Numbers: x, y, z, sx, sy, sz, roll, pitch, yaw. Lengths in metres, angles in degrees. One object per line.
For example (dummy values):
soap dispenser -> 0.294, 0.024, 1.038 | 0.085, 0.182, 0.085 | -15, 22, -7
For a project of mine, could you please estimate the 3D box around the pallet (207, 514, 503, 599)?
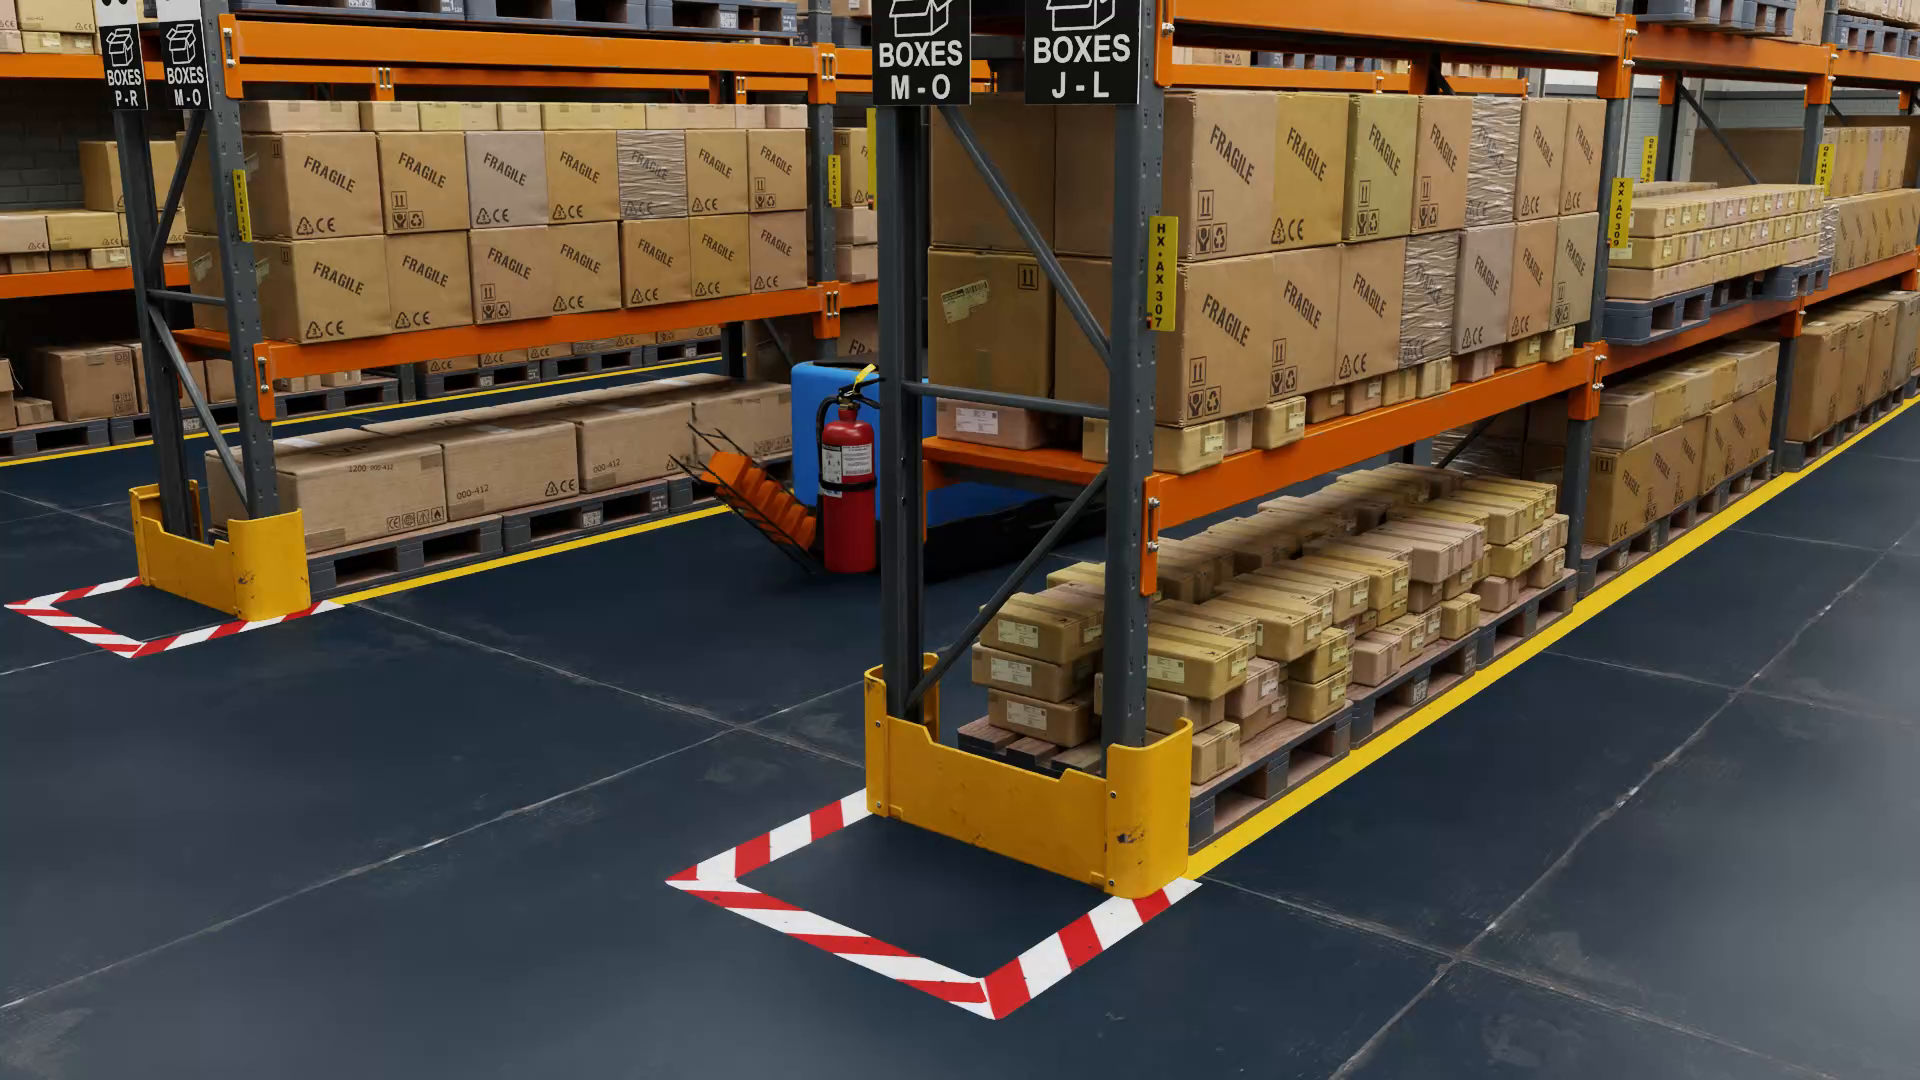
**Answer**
pallet -> -3.315, 0.008, 9.164 | 1.003, 0.211, 1.213 | 11, 18, 38

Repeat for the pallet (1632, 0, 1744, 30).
pallet -> 3.142, -2.662, 8.300 | 1.213, 0.211, 1.003 | 11, 18, 38

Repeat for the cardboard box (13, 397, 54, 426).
cardboard box -> -6.864, -0.946, 12.190 | 0.380, 0.149, 0.250 | 10, 18, 35

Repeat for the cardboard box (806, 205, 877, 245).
cardboard box -> -0.747, -2.155, 11.302 | 0.500, 0.250, 0.500 | 11, 18, 36

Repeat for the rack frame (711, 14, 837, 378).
rack frame -> -1.242, -1.945, 11.185 | 1.000, 3.000, 0.127 | 11, 18, 38

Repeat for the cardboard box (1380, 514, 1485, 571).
cardboard box -> 2.047, 0.008, 7.228 | 0.380, 0.149, 0.250 | 10, 17, 35

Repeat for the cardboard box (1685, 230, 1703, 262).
cardboard box -> 3.600, -1.528, 8.597 | 0.380, 0.149, 0.250 | 12, 18, 39

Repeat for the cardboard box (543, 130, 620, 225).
cardboard box -> -2.284, -2.055, 9.386 | 0.500, 0.500, 0.500 | 11, 18, 38

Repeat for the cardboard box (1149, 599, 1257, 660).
cardboard box -> 0.830, 0.339, 5.926 | 0.380, 0.149, 0.250 | 12, 18, 39

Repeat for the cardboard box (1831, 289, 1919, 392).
cardboard box -> 7.379, -1.710, 13.979 | 1.050, 0.750, 0.750 | 11, 18, 37

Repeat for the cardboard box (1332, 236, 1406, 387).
cardboard box -> 1.289, -0.866, 6.132 | 0.500, 0.500, 0.500 | 12, 18, 38

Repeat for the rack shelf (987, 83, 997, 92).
rack shelf -> 1.180, -5.732, 21.464 | 1.077, 0.370, 4.000 | 11, 18, 38

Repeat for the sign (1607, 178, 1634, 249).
sign -> 3.098, -1.535, 7.815 | 0.100, 0.325, 0.005 | 11, 18, 38

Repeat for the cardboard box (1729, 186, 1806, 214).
cardboard box -> 4.910, -2.071, 10.133 | 0.380, 0.149, 0.250 | 12, 19, 39

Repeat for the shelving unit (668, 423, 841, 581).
shelving unit -> -0.980, -0.176, 8.428 | 0.258, 0.189, 1.200 | 12, -22, 40

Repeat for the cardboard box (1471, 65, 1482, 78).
cardboard box -> 5.638, -5.271, 18.700 | 0.380, 0.149, 0.250 | 11, 18, 37

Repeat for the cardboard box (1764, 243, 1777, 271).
cardboard box -> 4.587, -1.685, 9.819 | 0.380, 0.149, 0.250 | 10, 18, 35

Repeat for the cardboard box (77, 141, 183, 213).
cardboard box -> -6.182, -2.713, 12.389 | 0.500, 0.500, 0.500 | 12, 18, 39

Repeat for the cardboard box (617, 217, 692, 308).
cardboard box -> -1.959, -1.667, 9.888 | 0.500, 0.500, 0.500 | 11, 18, 37

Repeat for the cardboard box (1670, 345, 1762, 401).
cardboard box -> 4.650, -1.049, 10.363 | 0.500, 0.250, 0.500 | 12, 18, 38

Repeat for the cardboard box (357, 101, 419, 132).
cardboard box -> -2.956, -2.144, 8.421 | 0.380, 0.149, 0.250 | 12, 19, 39

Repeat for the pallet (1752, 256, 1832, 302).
pallet -> 4.820, -1.718, 10.683 | 1.213, 0.211, 1.003 | 11, 18, 38

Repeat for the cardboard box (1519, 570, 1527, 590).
cardboard box -> 2.461, 0.145, 7.897 | 0.380, 0.149, 0.250 | 12, 18, 39

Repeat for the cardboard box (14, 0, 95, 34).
cardboard box -> -6.493, -3.710, 11.745 | 0.500, 0.250, 0.500 | 11, 18, 36

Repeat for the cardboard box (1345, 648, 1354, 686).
cardboard box -> 1.319, 0.489, 6.545 | 0.380, 0.149, 0.250 | 11, 18, 38

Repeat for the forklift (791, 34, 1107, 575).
forklift -> 0.410, -1.536, 9.716 | 1.130, 2.935, 3.031 | 12, 19, 40

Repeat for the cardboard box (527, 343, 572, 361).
cardboard box -> -3.982, -1.960, 15.471 | 0.500, 0.500, 0.500 | 11, 18, 36

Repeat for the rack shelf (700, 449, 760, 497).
rack shelf -> -1.140, -0.330, 8.204 | 0.258, 0.180, 0.103 | 12, -22, 40

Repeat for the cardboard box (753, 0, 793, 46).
cardboard box -> -1.947, -5.333, 17.174 | 0.500, 0.500, 0.500 | 11, 18, 38

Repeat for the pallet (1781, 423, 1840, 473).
pallet -> 5.739, -0.752, 12.153 | 1.003, 0.211, 1.213 | 11, 18, 38

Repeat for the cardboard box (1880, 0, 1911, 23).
cardboard box -> 6.769, -4.023, 12.399 | 0.500, 0.311, 0.500 | 10, 18, 36

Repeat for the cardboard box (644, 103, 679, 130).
cardboard box -> -1.877, -2.499, 9.817 | 0.380, 0.149, 0.250 | 11, 18, 37

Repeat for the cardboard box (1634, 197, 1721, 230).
cardboard box -> 3.769, -1.723, 8.761 | 0.380, 0.149, 0.250 | 11, 18, 37

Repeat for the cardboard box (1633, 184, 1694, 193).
cardboard box -> 4.420, -2.177, 10.551 | 0.380, 0.149, 0.250 | 11, 18, 37

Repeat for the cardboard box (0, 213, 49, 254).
cardboard box -> -6.808, -2.159, 11.731 | 0.500, 0.250, 0.500 | 12, 18, 38

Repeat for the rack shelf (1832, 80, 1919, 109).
rack shelf -> 8.956, -4.218, 15.504 | 1.077, 0.370, 4.000 | 11, 18, 38

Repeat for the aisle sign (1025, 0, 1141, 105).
aisle sign -> 0.345, -1.631, 4.673 | 0.394, 0.787, 0.004 | 11, 18, 38

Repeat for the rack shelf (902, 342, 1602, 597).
rack shelf -> 1.414, -0.466, 6.827 | 1.077, 0.370, 4.000 | 11, 18, 38

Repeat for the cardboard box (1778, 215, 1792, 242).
cardboard box -> 4.742, -1.875, 9.964 | 0.380, 0.149, 0.250 | 11, 18, 38

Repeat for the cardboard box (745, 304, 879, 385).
cardboard box -> -0.915, -1.249, 11.911 | 0.875, 0.875, 0.875 | 12, 19, 39

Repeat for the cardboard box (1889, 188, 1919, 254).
cardboard box -> 7.579, -2.637, 13.708 | 0.500, 0.500, 0.500 | 11, 18, 37

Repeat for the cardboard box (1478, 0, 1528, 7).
cardboard box -> 1.931, -2.252, 6.608 | 0.500, 0.250, 0.500 | 11, 18, 37

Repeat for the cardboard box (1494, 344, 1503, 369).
cardboard box -> 2.167, -0.838, 7.341 | 0.380, 0.149, 0.250 | 11, 18, 36

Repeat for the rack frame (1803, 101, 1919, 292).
rack frame -> 7.699, -2.730, 14.277 | 1.000, 3.000, 0.127 | 11, 18, 38

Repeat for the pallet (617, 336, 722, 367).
pallet -> -3.090, -1.989, 17.025 | 1.003, 0.211, 1.213 | 11, 18, 38

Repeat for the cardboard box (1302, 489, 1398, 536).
cardboard box -> 1.808, -0.121, 7.736 | 0.380, 0.149, 0.250 | 11, 18, 36

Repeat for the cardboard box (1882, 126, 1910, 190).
cardboard box -> 7.392, -3.167, 13.764 | 0.700, 0.500, 0.500 | 11, 18, 37

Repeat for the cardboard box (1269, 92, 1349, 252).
cardboard box -> 0.958, -1.252, 5.620 | 0.500, 0.500, 0.500 | 12, 19, 39

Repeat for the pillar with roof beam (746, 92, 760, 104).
pillar with roof beam -> 0.875, -6.109, 15.392 | 9.100, 9.000, 0.400 | 11, 18, 38

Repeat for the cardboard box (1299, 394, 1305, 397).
cardboard box -> 1.011, -0.491, 5.972 | 0.380, 0.149, 0.250 | 12, 19, 40

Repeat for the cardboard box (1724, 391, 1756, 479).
cardboard box -> 4.646, -0.691, 10.473 | 0.500, 0.500, 0.500 | 12, 19, 40

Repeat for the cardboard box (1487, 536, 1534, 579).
cardboard box -> 2.405, 0.053, 7.653 | 0.380, 0.149, 0.250 | 10, 18, 36

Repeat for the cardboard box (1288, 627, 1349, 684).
cardboard box -> 1.233, 0.405, 6.270 | 0.380, 0.149, 0.250 | 12, 19, 39

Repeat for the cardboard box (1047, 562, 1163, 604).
cardboard box -> 0.559, 0.209, 6.437 | 0.380, 0.149, 0.250 | 11, 18, 36

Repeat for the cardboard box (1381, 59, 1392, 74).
cardboard box -> 4.176, -4.831, 16.964 | 0.380, 0.149, 0.250 | 11, 18, 37

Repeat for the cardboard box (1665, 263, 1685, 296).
cardboard box -> 3.446, -1.338, 8.455 | 0.380, 0.149, 0.250 | 12, 18, 38
